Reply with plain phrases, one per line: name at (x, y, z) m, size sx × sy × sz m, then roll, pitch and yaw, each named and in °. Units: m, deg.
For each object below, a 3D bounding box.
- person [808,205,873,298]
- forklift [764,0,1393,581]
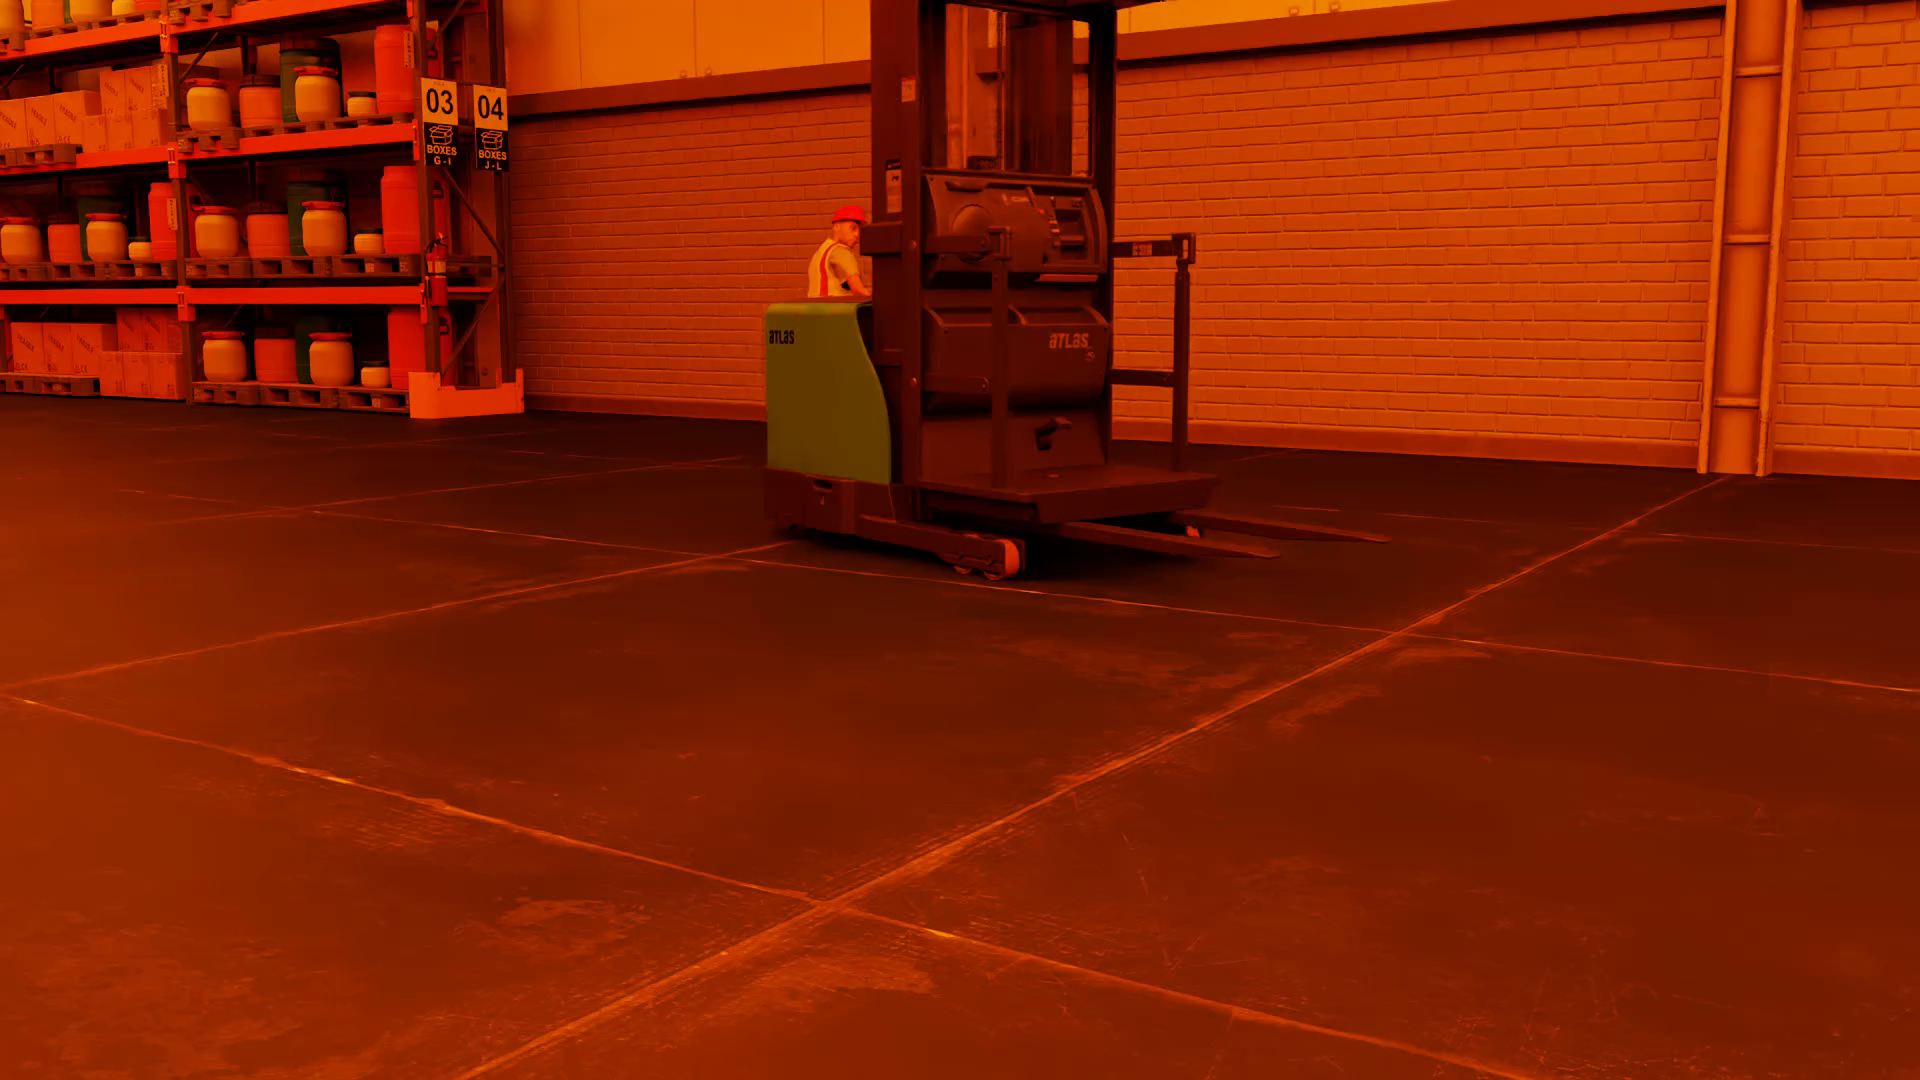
person at (-0.657, -1.284, 10.640) m, size 0.726 × 1.686 × 0.821 m, roll -6°, pitch 10°, yaw -38°
forklift at (0.379, -1.370, 6.826) m, size 1.130 × 2.935 × 3.031 m, roll -6°, pitch 10°, yaw -38°
